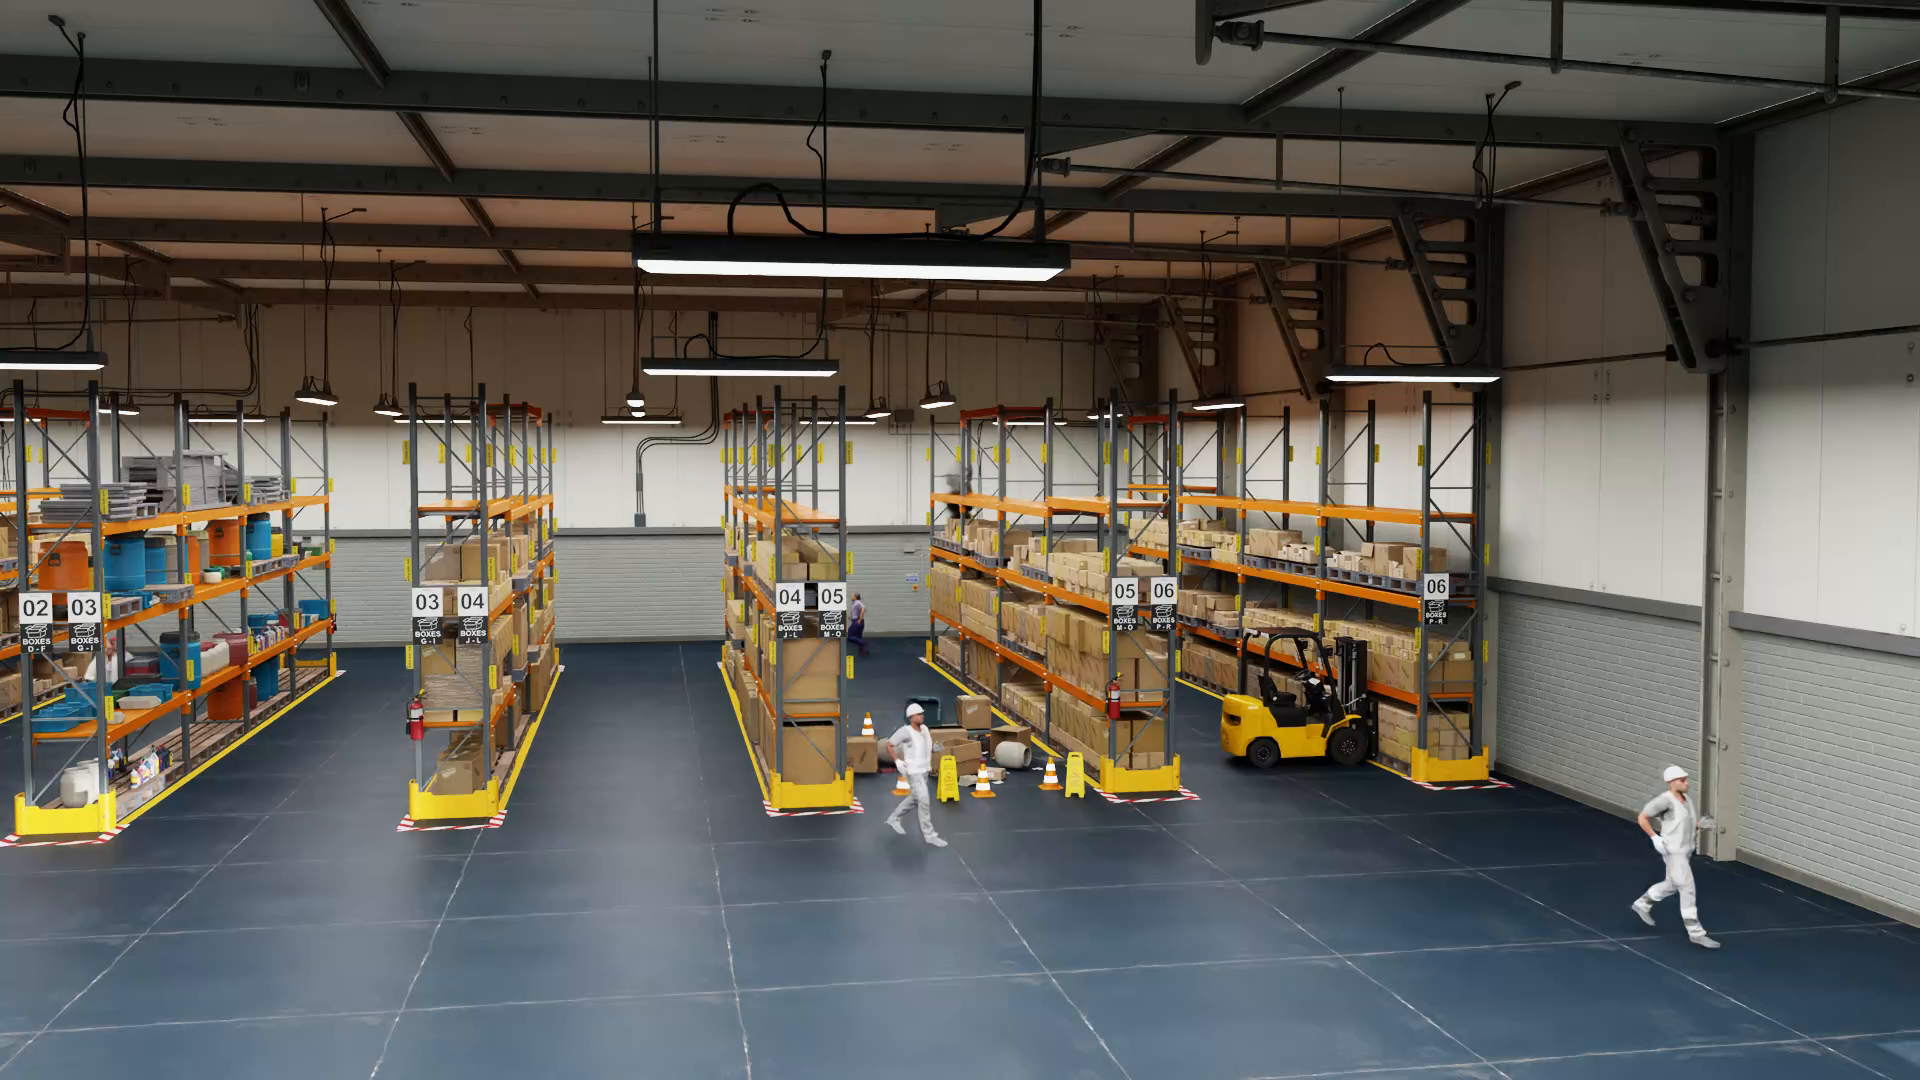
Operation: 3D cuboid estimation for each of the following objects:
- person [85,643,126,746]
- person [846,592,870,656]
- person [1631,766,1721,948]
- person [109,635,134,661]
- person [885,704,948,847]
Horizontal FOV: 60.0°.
[{"bbox_3d":[-14.731,2.655,28.759,0.716,1.753,0.839,-1,3,-20],"label":"person"},{"bbox_3d":[-2.587,2.106,41.424,0.678,1.604,0.634,0,3,-1],"label":"person"},{"bbox_3d":[7.368,3.208,17.106,0.662,1.773,1.002,-3,4,-41],"label":"person"},{"bbox_3d":[-15.131,2.592,29.837,0.637,1.757,0.662,0,3,-6],"label":"person"},{"bbox_3d":[-0.558,2.993,21.402,0.988,1.776,0.680,2,3,29],"label":"person"}]
